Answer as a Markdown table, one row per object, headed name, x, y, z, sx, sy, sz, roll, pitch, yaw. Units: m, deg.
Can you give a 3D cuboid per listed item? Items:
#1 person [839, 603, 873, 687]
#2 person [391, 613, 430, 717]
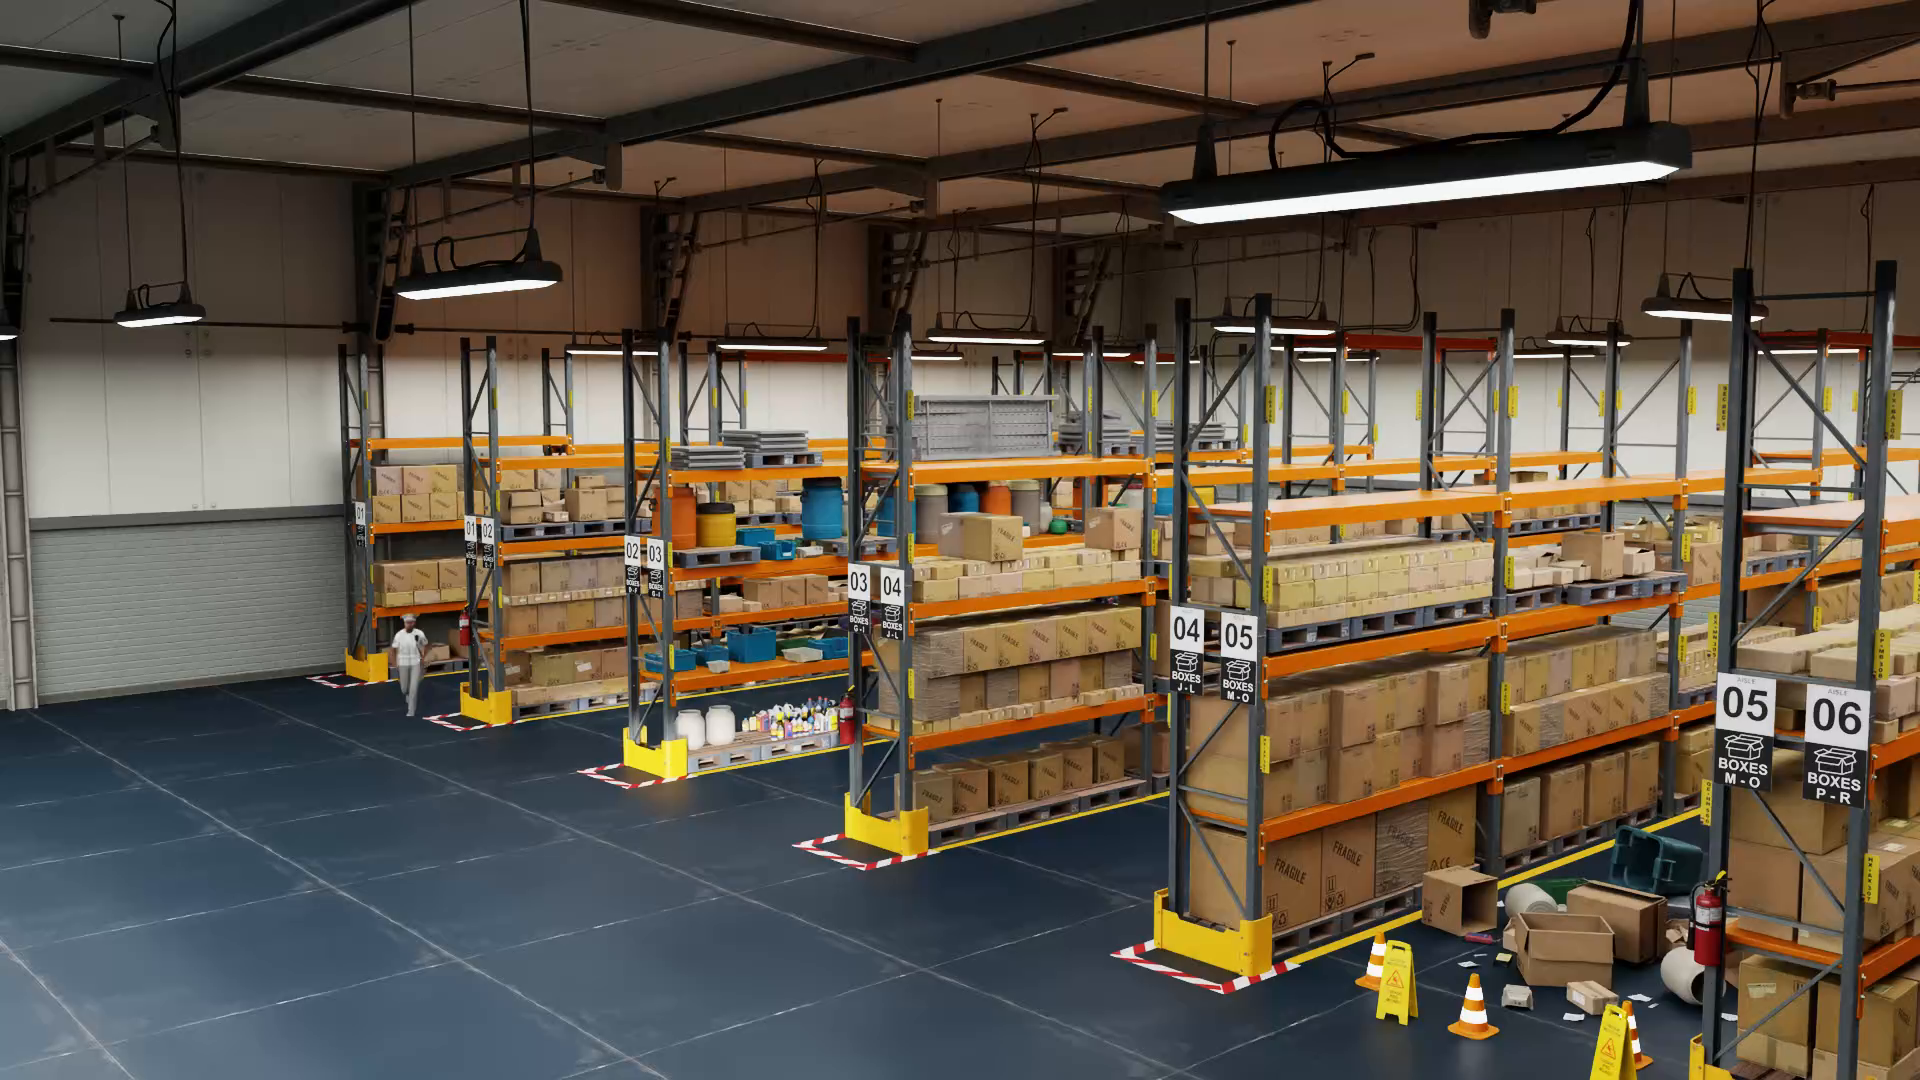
| name | x | y | z | sx | sy | sz | roll | pitch | yaw |
| --- | --- | --- | --- | --- | --- | --- | --- | --- | --- |
| person | -1.810 | 1.839 | 28.654 | 0.564 | 1.539 | 0.734 | 2 | 6 | 25 |
| person | -8.764 | 1.974 | 26.544 | 0.586 | 1.651 | 0.630 | -1 | 5 | -13 |
